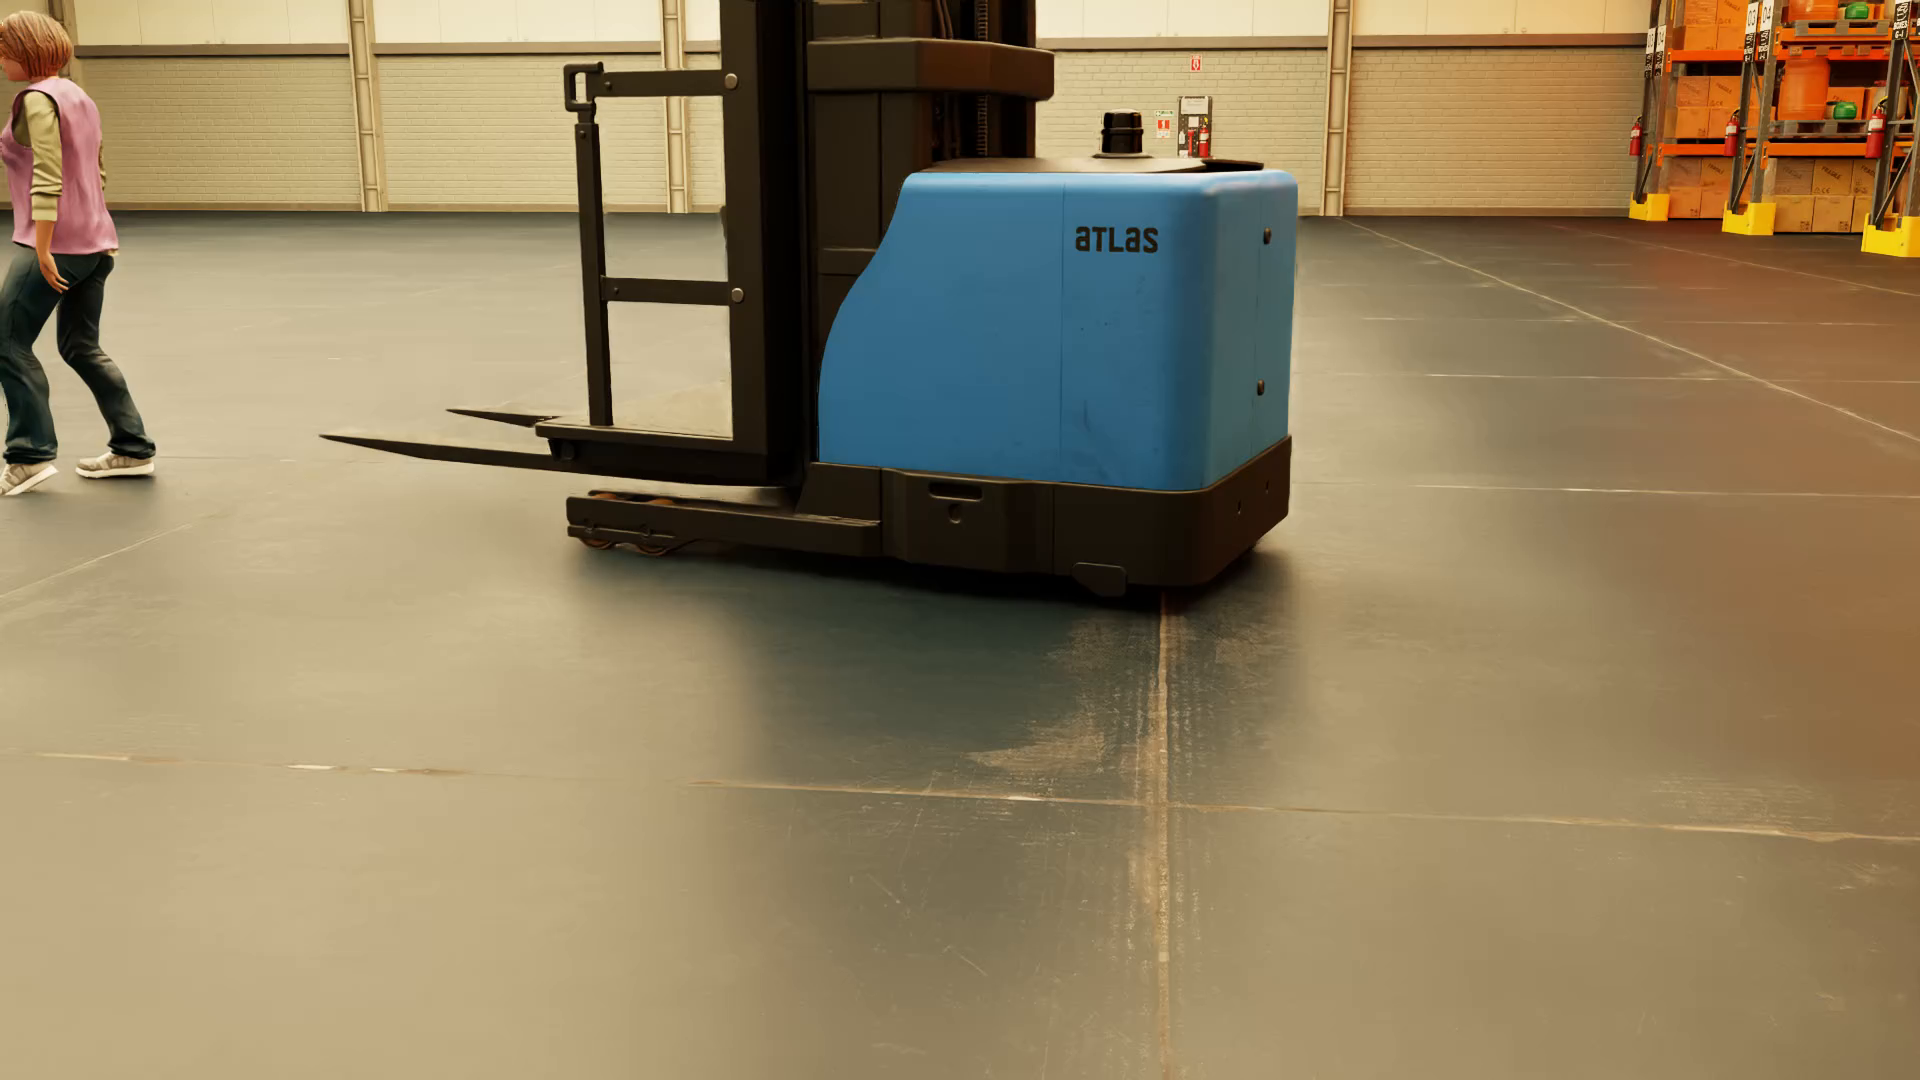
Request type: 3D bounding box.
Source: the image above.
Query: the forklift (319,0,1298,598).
[{"bbox_3d":[-0.583,-1.482,4.848,3.031,2.935,1.130,6,14,23],"label":"forklift"}]

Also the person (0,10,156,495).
[{"bbox_3d":[-3.090,-0.954,5.670,0.488,1.628,0.510,-1,13,-4],"label":"person"}]
